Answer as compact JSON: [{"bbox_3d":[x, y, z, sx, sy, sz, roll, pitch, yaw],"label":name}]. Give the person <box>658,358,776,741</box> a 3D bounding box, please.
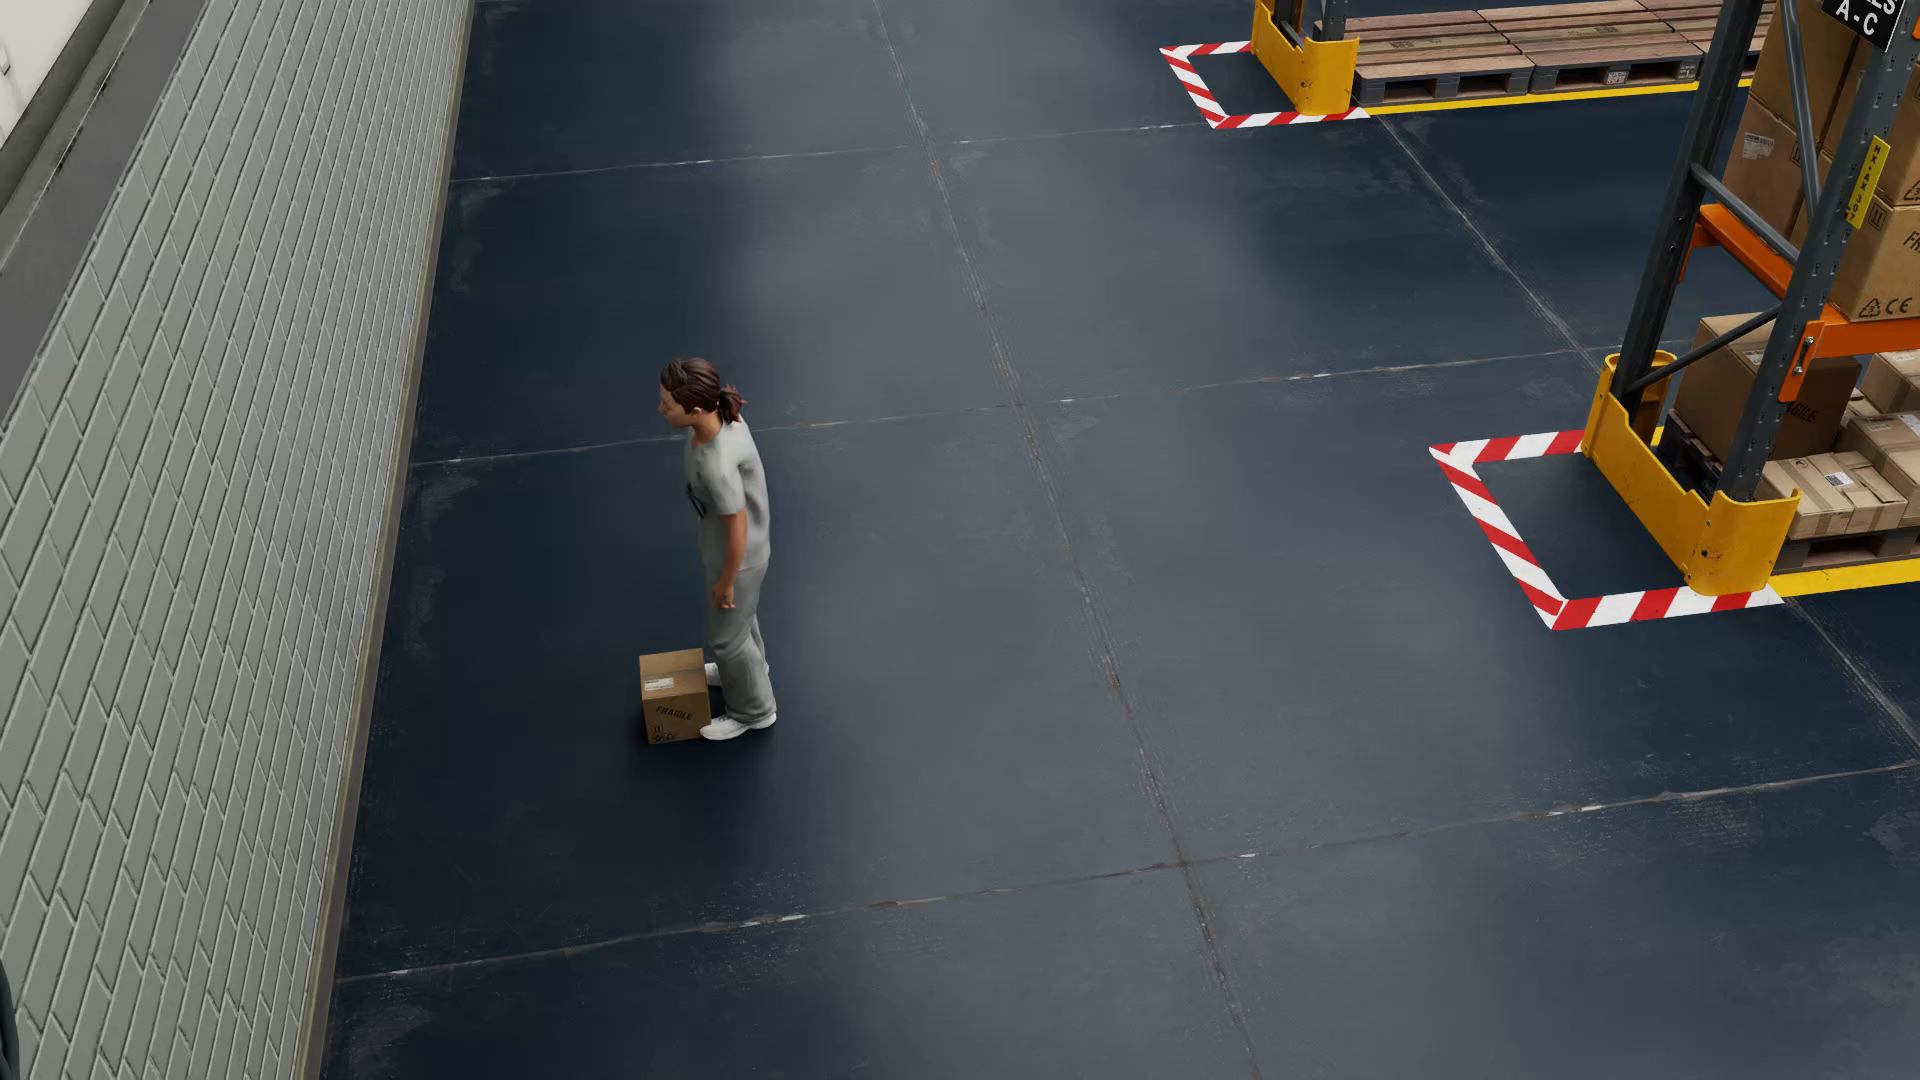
[{"bbox_3d":[-0.873,0.029,6.119,0.357,1.672,0.514,-8,40,-10],"label":"person"}]
